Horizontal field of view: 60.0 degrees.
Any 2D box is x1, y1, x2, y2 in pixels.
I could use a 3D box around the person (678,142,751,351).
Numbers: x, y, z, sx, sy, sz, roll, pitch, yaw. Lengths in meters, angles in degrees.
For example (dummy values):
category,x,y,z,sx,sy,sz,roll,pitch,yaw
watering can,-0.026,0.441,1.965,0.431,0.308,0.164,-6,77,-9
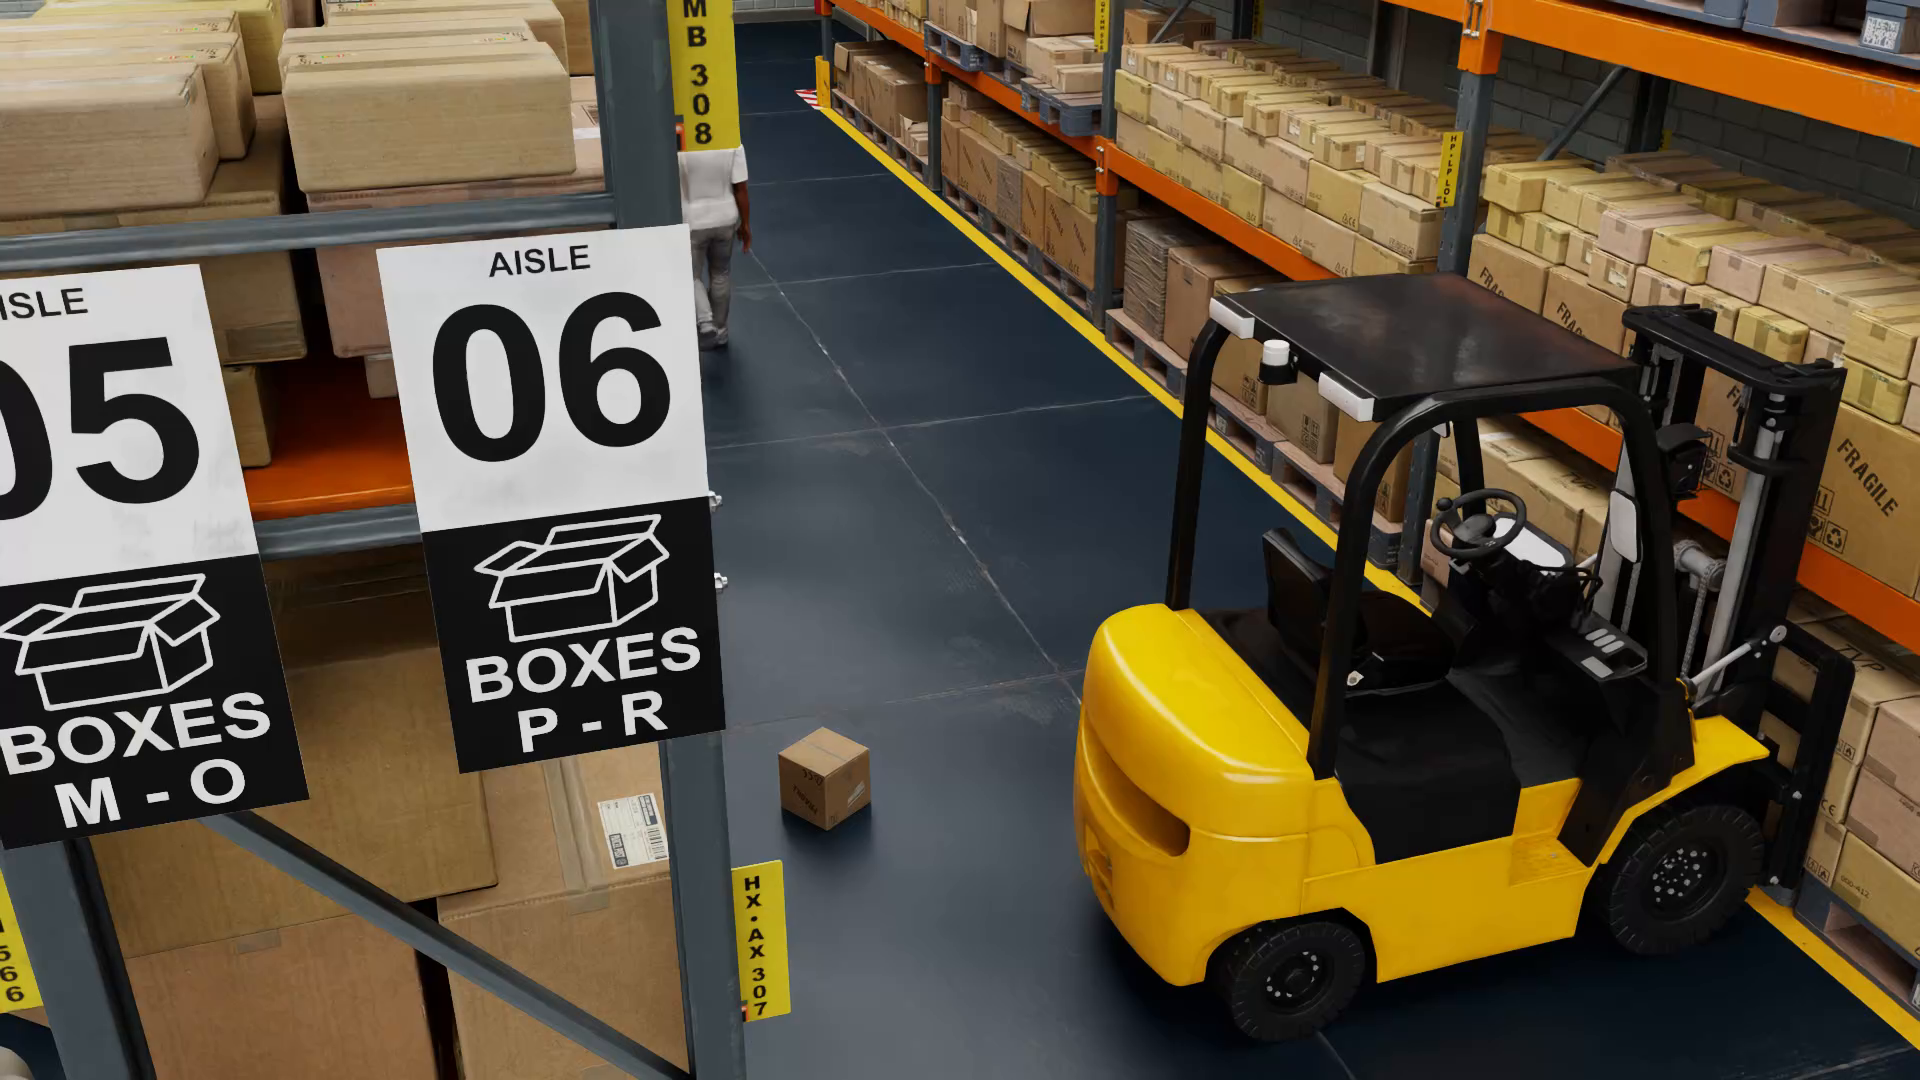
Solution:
category,x,y,z,sx,sy,sz,roll,pitch,yaw
person,-1.645,-2.044,10.731,0.575,1.744,0.806,-8,27,-16
